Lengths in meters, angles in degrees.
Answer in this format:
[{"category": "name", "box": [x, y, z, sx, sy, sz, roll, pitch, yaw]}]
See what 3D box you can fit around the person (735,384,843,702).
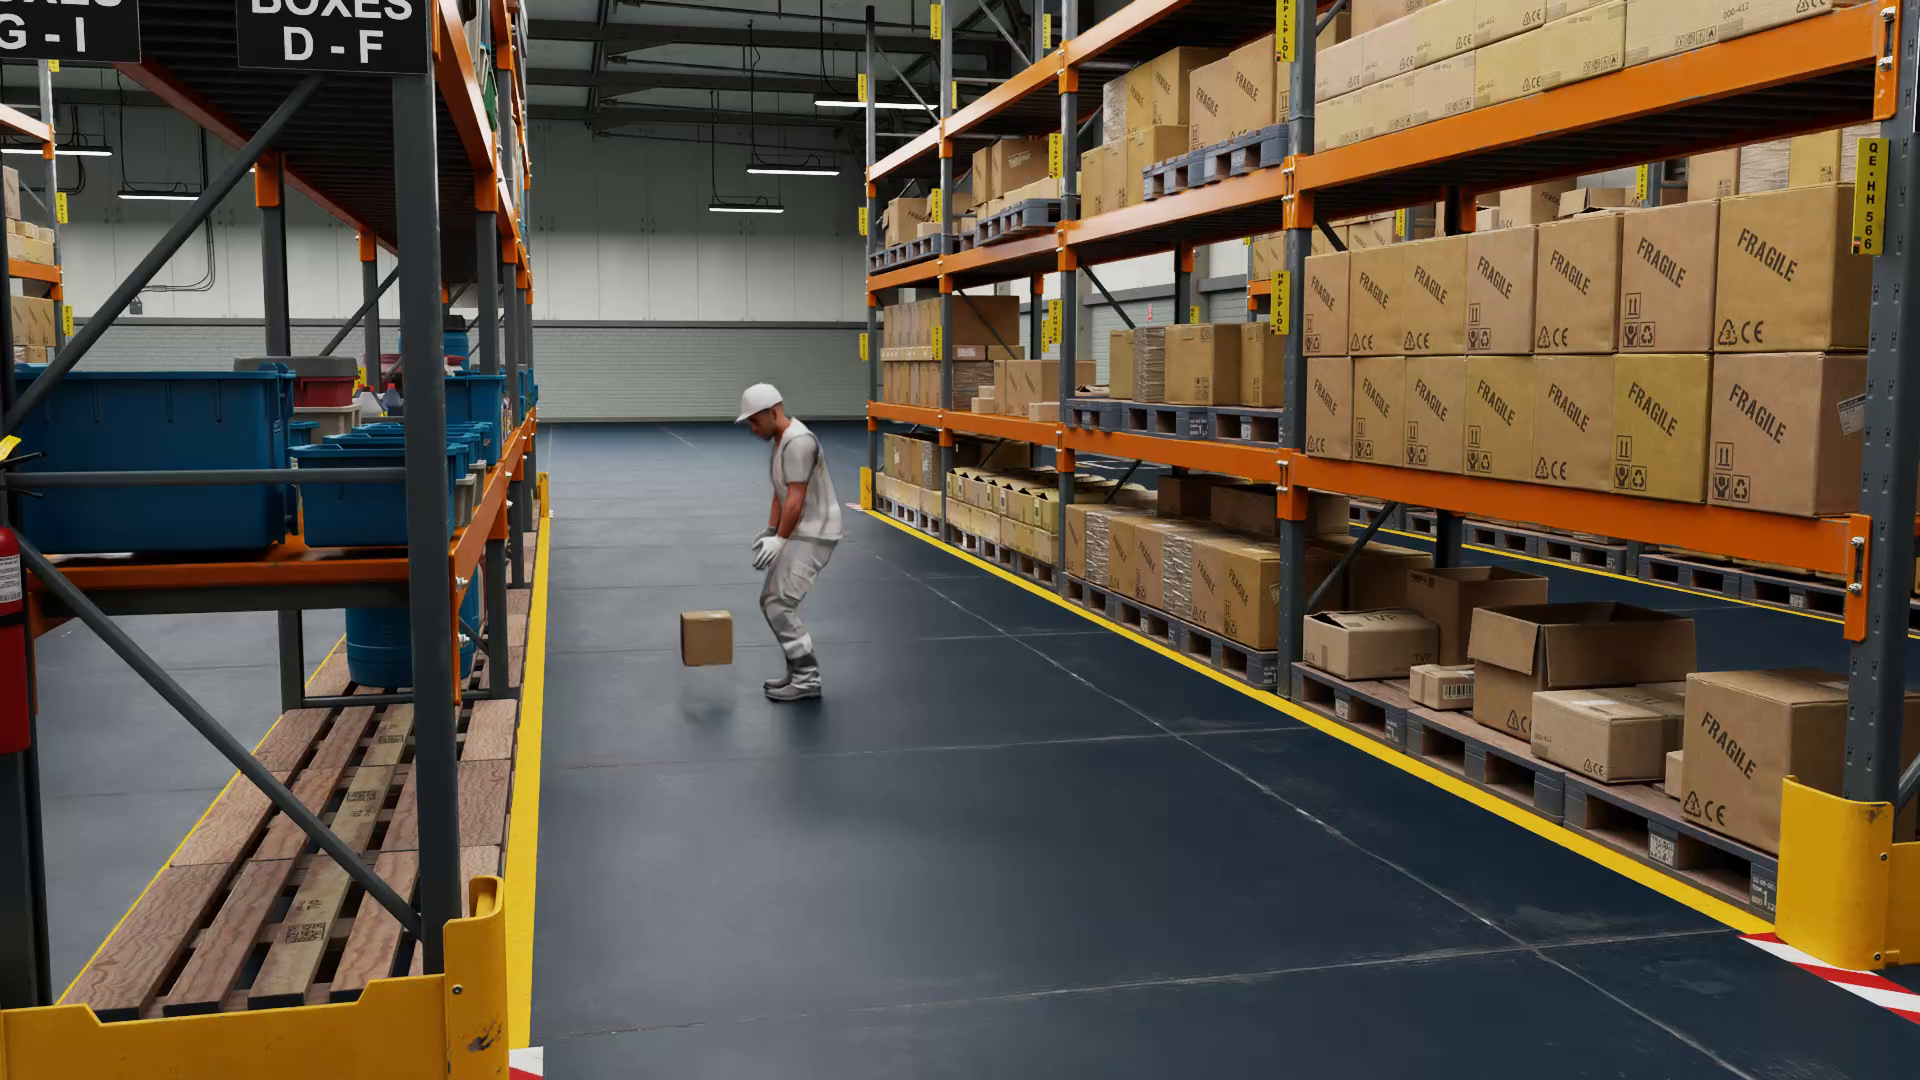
[{"category": "person", "box": [-0.902, 0.007, 8.811, 0.558, 1.666, 0.560, -1, 6, -12]}]
